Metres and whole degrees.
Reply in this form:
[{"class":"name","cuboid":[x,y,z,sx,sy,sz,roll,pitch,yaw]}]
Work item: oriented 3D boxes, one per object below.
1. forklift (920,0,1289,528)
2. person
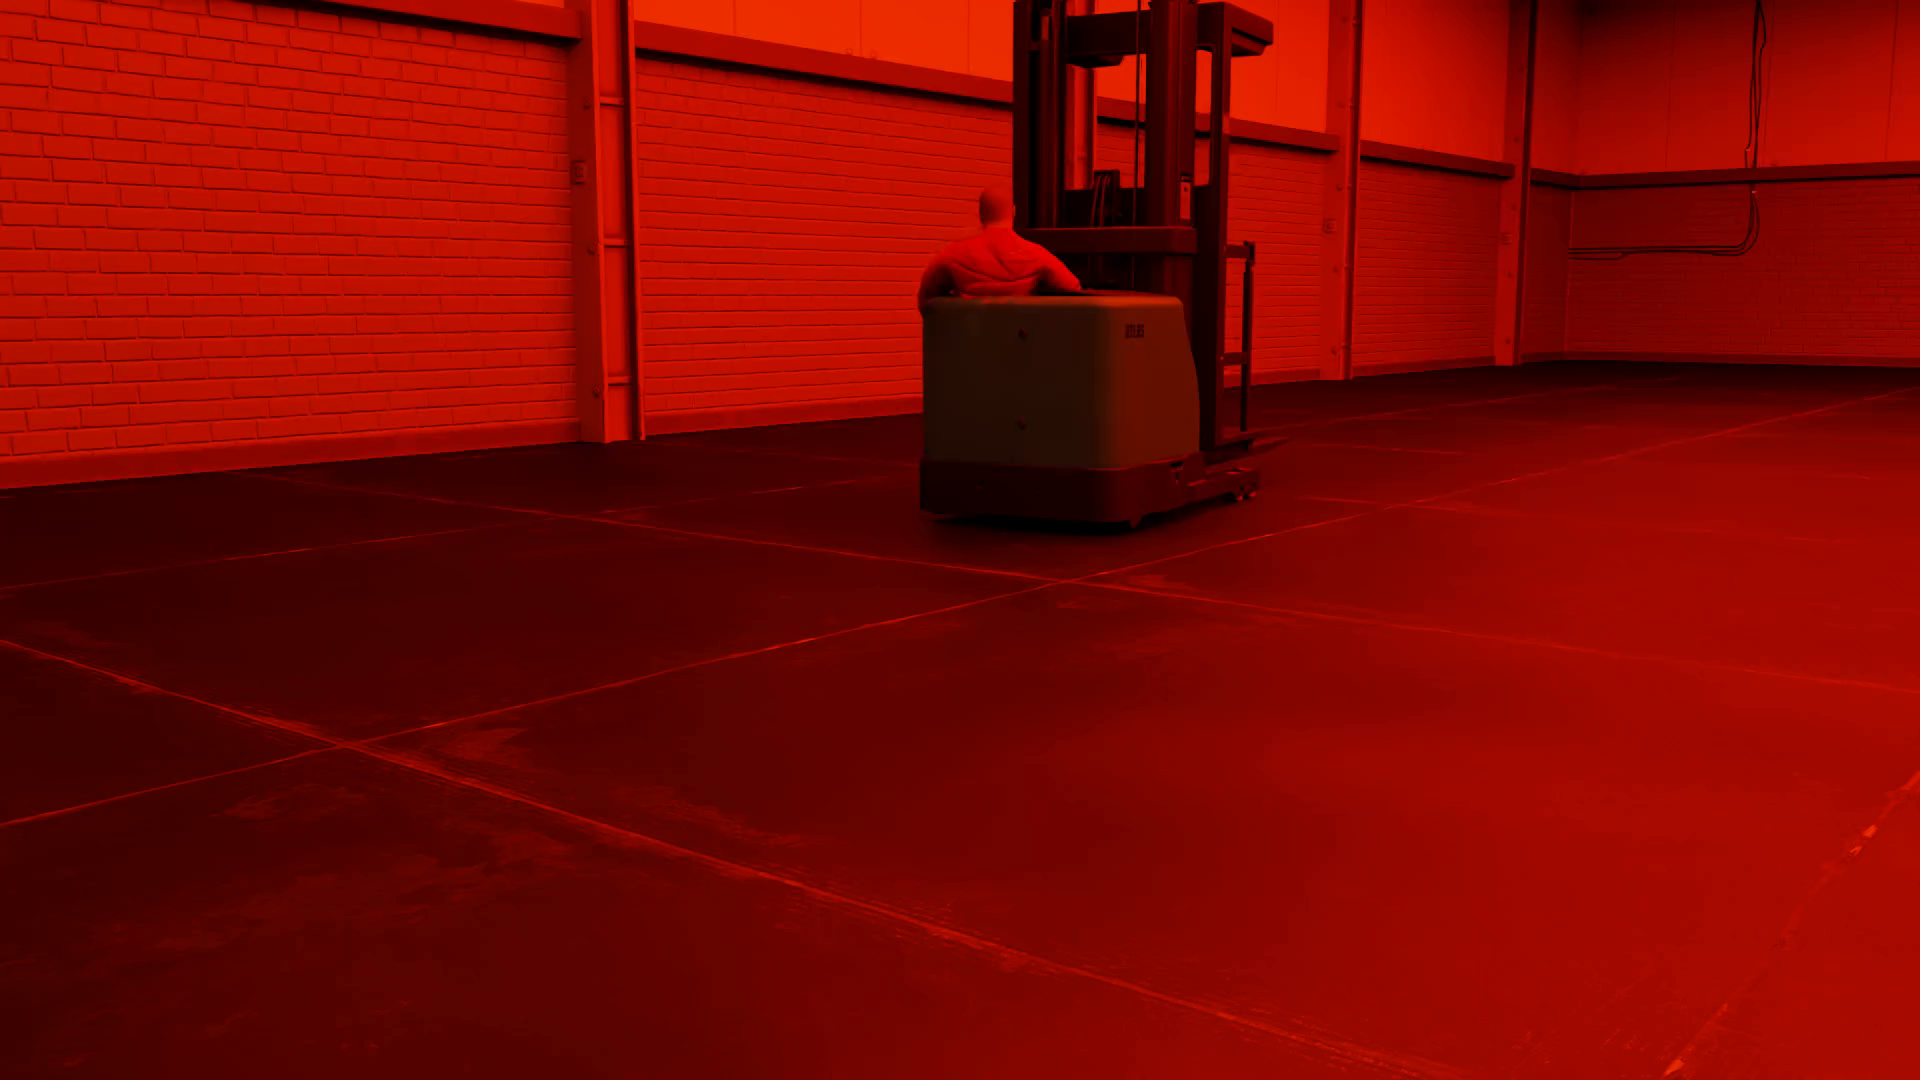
[{"class":"forklift","cuboid":[0.965,-1.679,8.753,1.130,2.935,3.031,5,10,29]},{"class":"person","cuboid":[0.231,-0.852,7.960,0.859,1.637,0.650,0,8,3]}]
